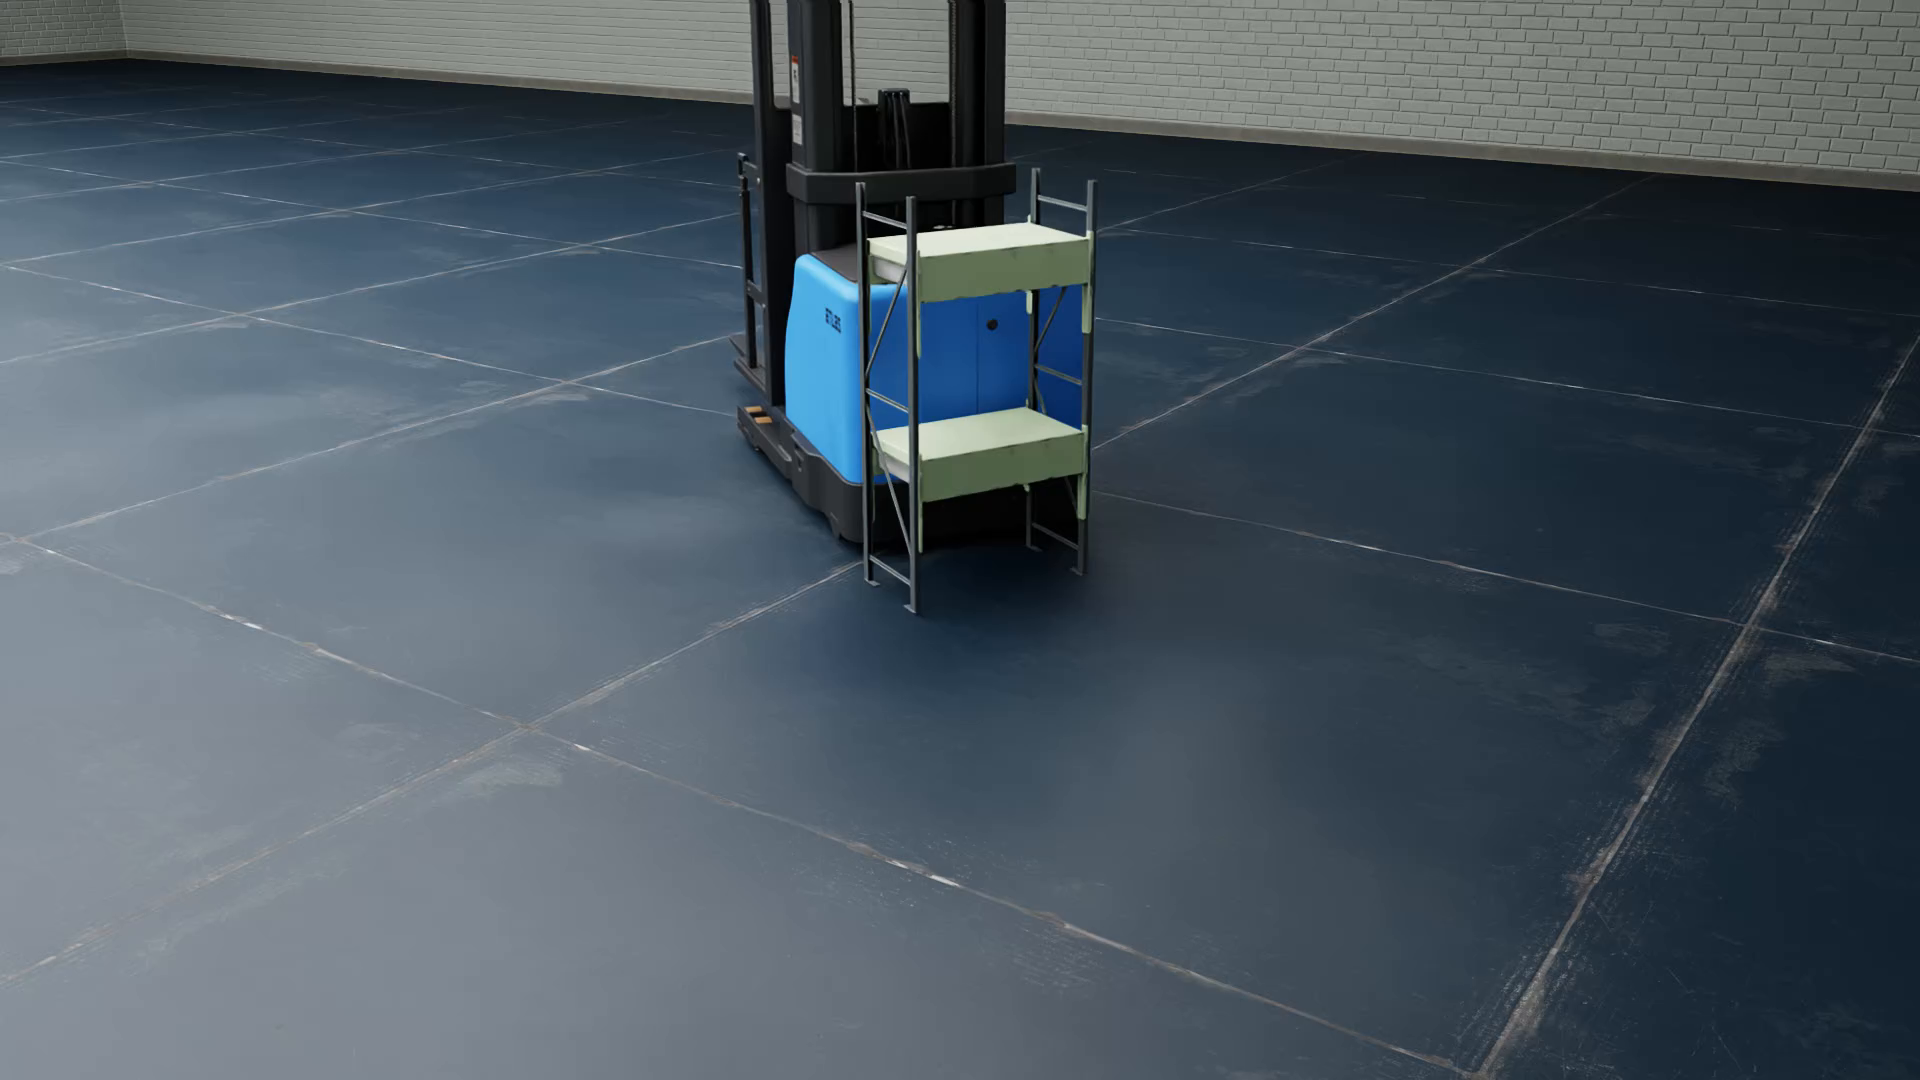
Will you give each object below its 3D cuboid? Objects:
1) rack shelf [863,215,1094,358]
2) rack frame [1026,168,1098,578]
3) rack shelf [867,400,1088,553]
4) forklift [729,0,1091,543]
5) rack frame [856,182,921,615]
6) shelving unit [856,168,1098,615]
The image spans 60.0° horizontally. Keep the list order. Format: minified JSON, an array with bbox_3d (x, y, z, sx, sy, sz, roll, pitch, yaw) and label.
[{"bbox_3d":[0.061,-0.922,5.971,0.720,0.370,0.431,-12,23,-28],"label":"rack shelf"},{"bbox_3d":[0.377,-0.621,6.281,0.023,1.500,0.400,-12,23,-28],"label":"rack frame"},{"bbox_3d":[0.061,-0.250,6.219,0.720,0.370,0.431,-12,23,-28],"label":"rack shelf"},{"bbox_3d":[-0.440,-1.838,7.509,1.130,2.935,3.031,-7,21,-18],"label":"forklift"},{"bbox_3d":[-0.254,-0.491,5.932,0.023,1.500,0.400,-12,23,-28],"label":"rack frame"},{"bbox_3d":[0.061,-0.556,6.106,0.755,1.500,0.431,-12,23,-28],"label":"shelving unit"}]
